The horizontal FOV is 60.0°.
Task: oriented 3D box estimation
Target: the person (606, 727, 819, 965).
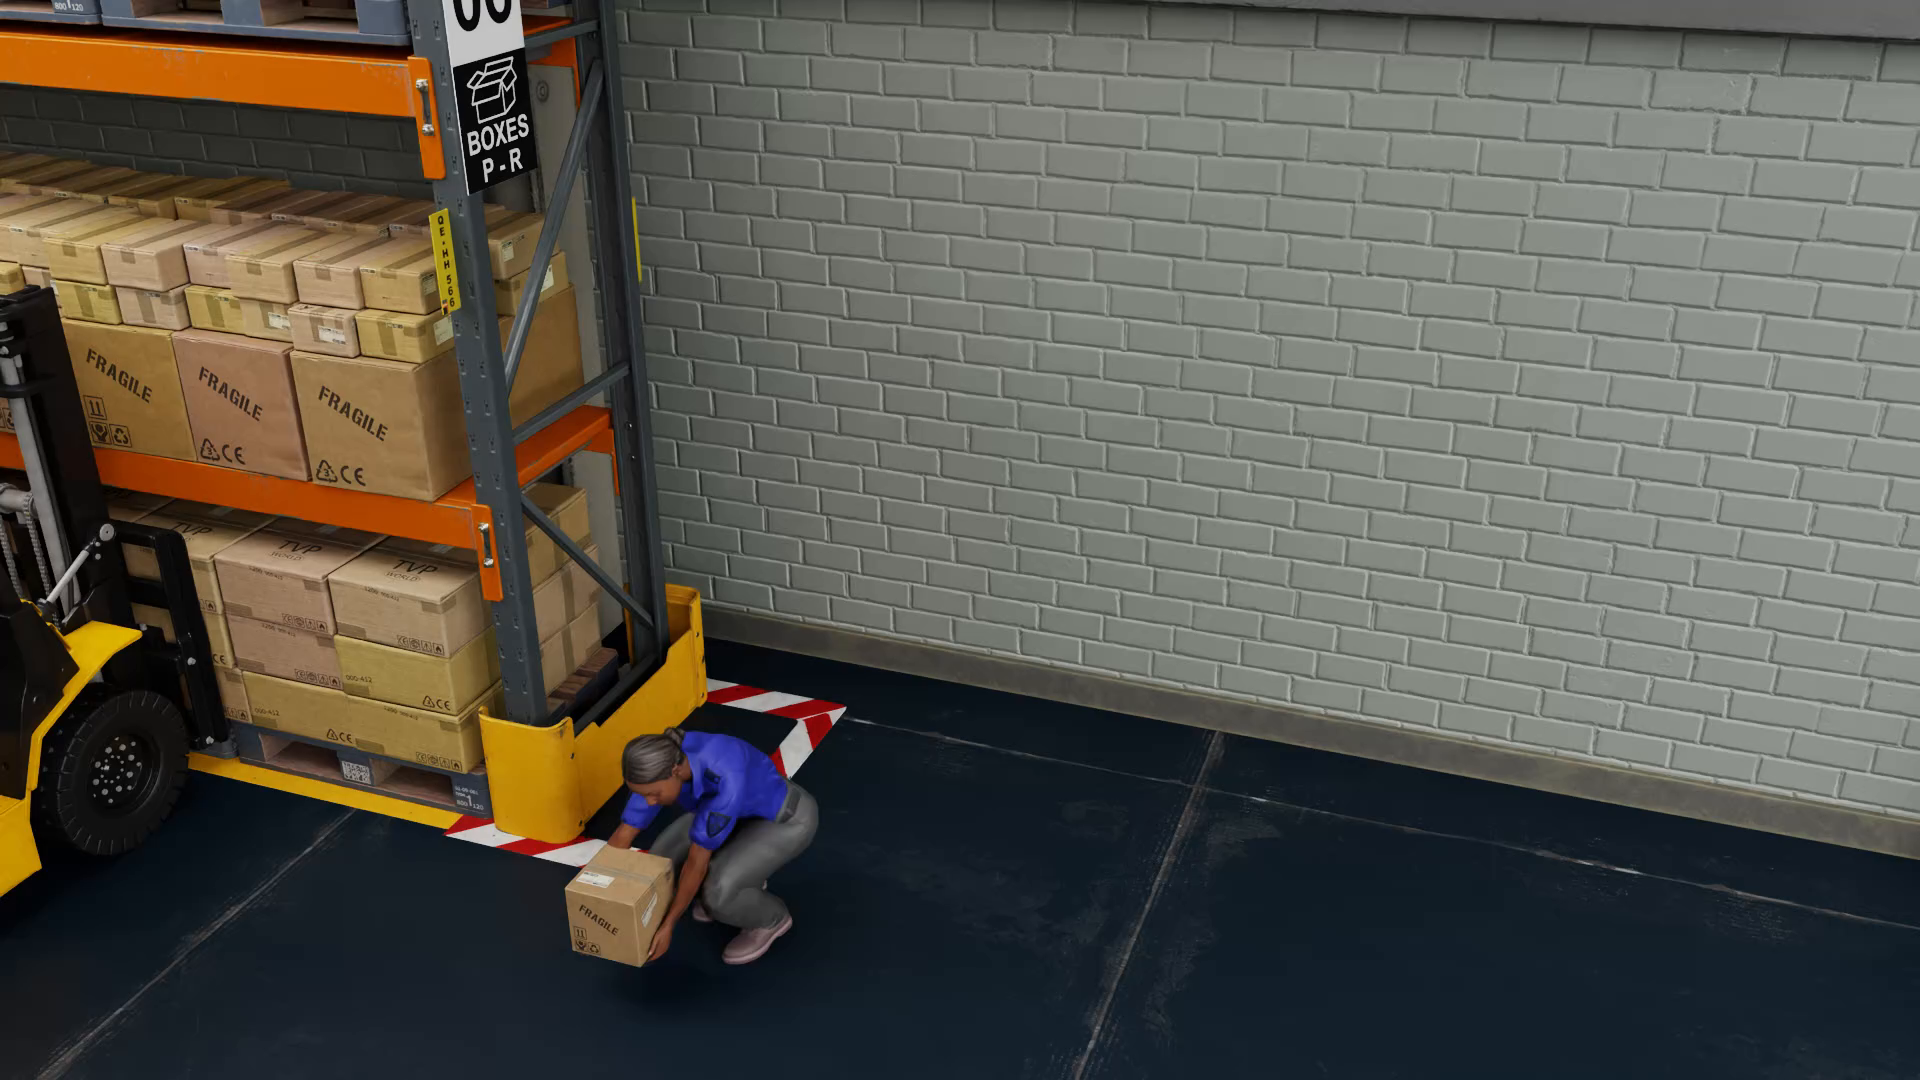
[{"bbox_3d":[-0.859,0.962,5.470,0.879,0.946,0.454,-23,34,-39],"label":"person"}]
